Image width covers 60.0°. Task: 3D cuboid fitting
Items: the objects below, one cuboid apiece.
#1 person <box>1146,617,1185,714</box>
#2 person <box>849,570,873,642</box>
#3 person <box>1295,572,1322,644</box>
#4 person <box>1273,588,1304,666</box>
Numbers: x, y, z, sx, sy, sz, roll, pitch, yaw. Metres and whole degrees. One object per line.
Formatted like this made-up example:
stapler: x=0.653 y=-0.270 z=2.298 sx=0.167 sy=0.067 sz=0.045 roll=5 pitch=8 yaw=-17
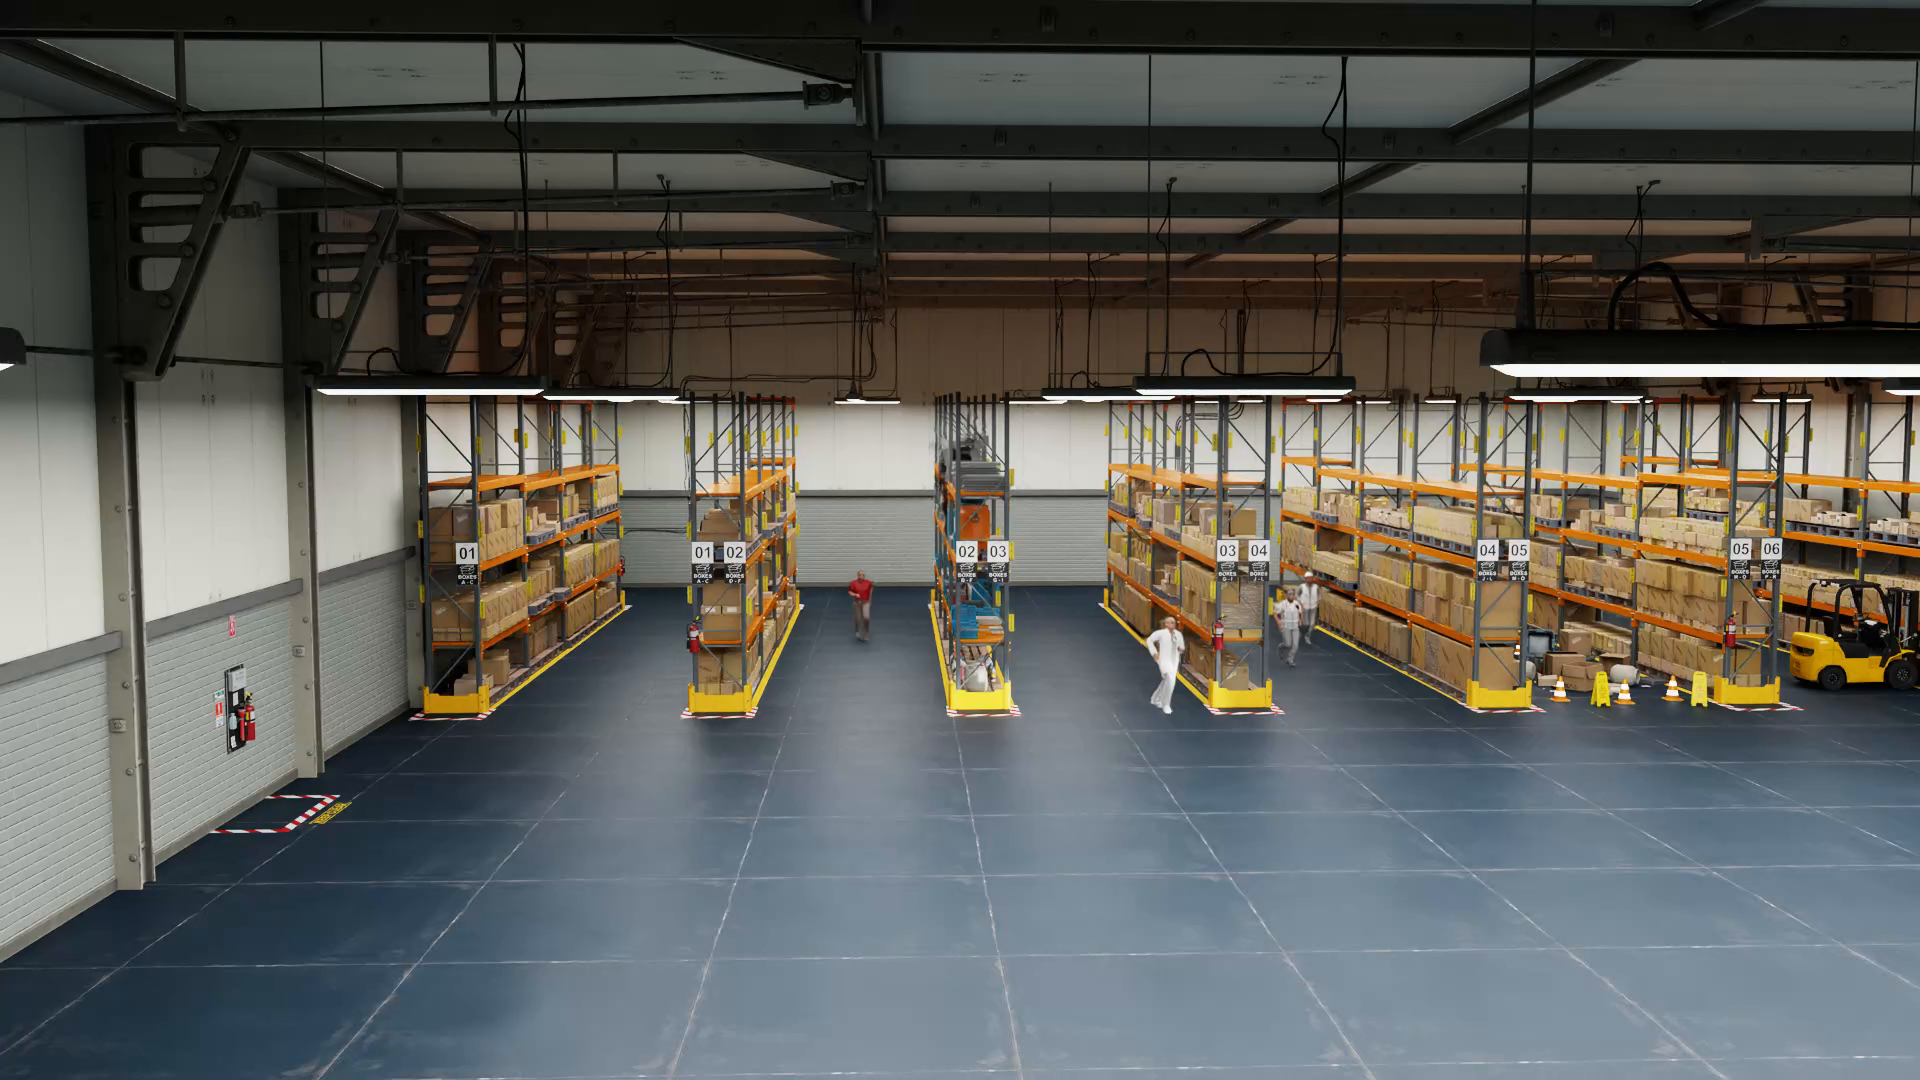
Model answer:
person: x=3.901 y=2.356 z=31.309 sx=0.681 sy=1.834 sz=0.784 roll=-3 pitch=5 yaw=-33
person: x=-2.423 y=1.620 z=40.695 sx=0.606 sy=1.776 sz=0.821 roll=-1 pitch=5 yaw=-6
person: x=8.444 y=1.642 z=40.240 sx=0.656 sy=1.746 sz=0.627 roll=0 pitch=5 yaw=-3
person: x=7.301 y=1.918 z=36.792 sx=0.678 sy=1.730 sz=0.591 roll=-1 pitch=5 yaw=-10
